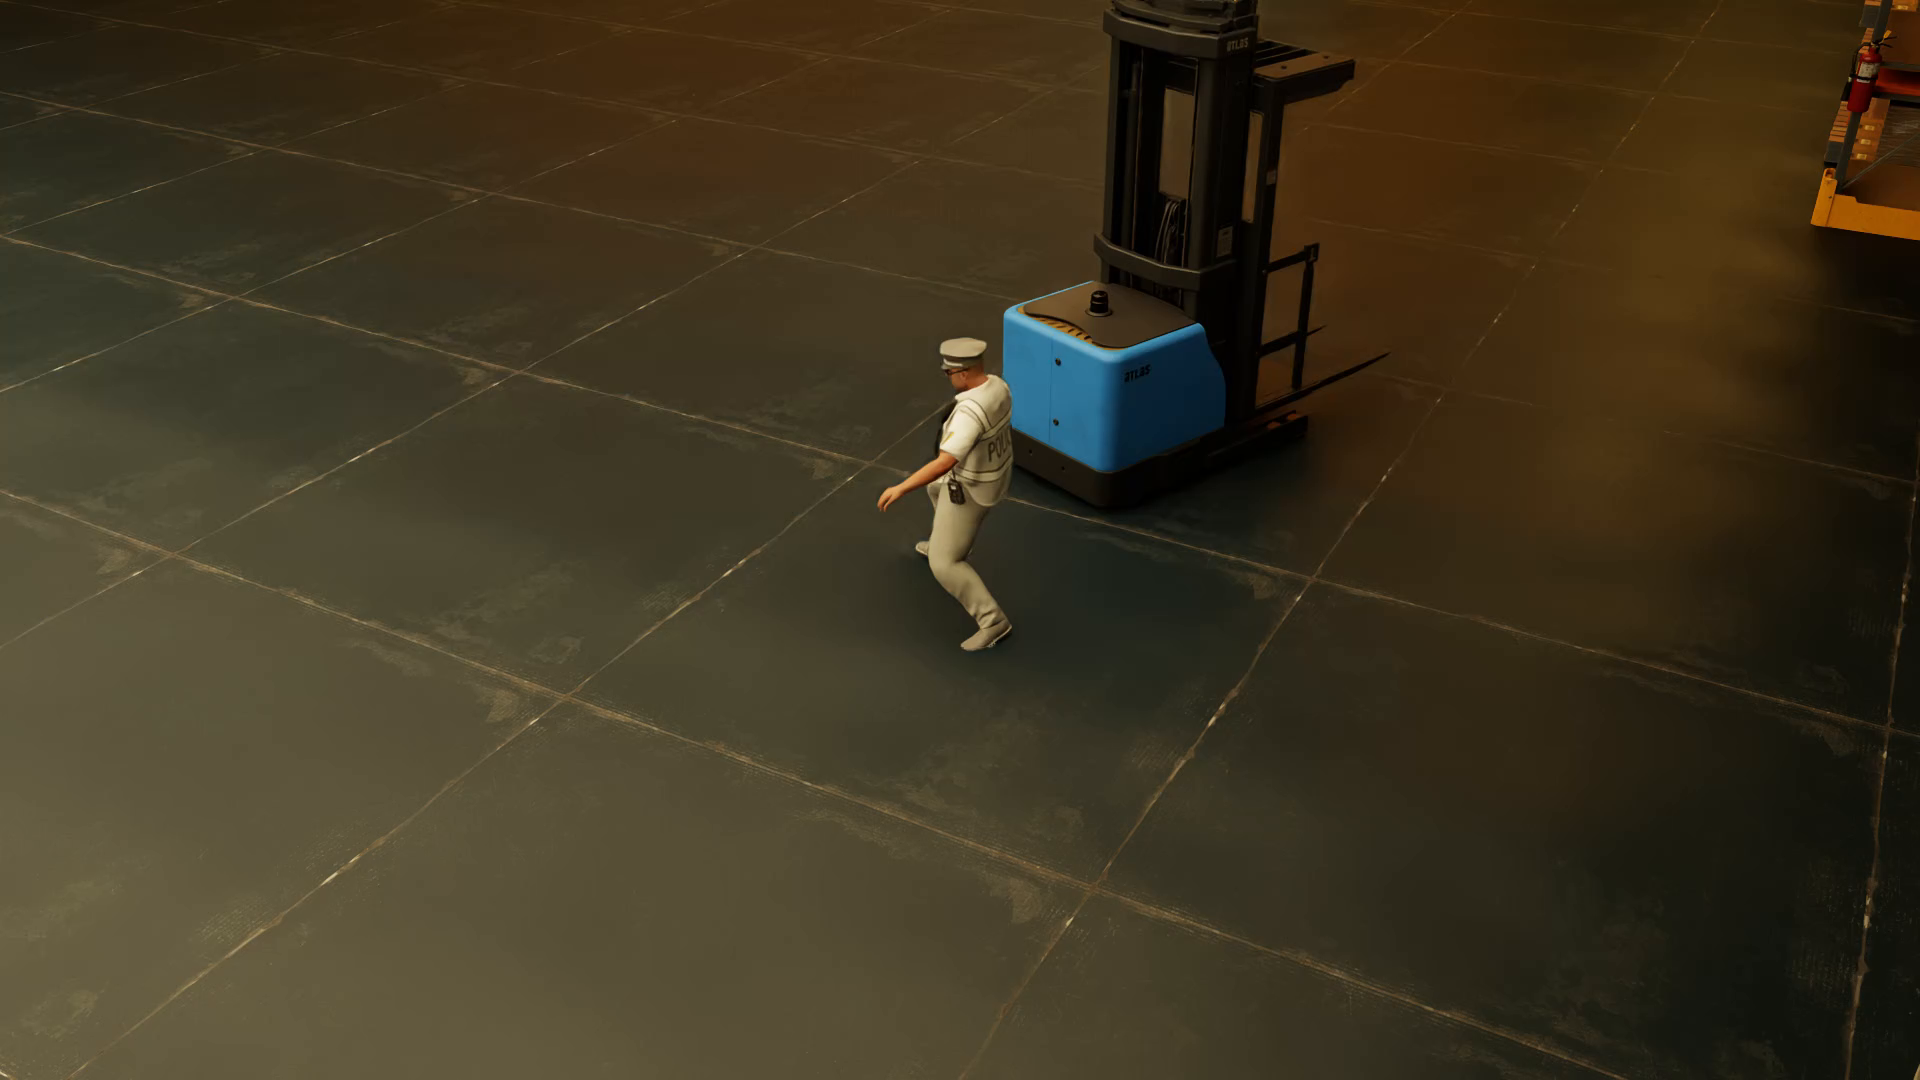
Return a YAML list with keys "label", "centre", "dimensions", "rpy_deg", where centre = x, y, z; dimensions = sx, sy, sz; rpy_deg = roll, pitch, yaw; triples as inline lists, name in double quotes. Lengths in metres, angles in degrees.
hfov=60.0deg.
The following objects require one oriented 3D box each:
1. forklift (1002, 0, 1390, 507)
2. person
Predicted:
- label: "forklift"
  centre: [1.709, -2.071, 10.659]
  dimensions: [3.031, 2.935, 1.130]
  rpy_deg: [-23, 37, -34]
- label: "person"
  centre: [-0.015, -0.321, 9.015]
  dimensions: [0.821, 1.621, 0.978]
  rpy_deg: [11, 32, 19]
